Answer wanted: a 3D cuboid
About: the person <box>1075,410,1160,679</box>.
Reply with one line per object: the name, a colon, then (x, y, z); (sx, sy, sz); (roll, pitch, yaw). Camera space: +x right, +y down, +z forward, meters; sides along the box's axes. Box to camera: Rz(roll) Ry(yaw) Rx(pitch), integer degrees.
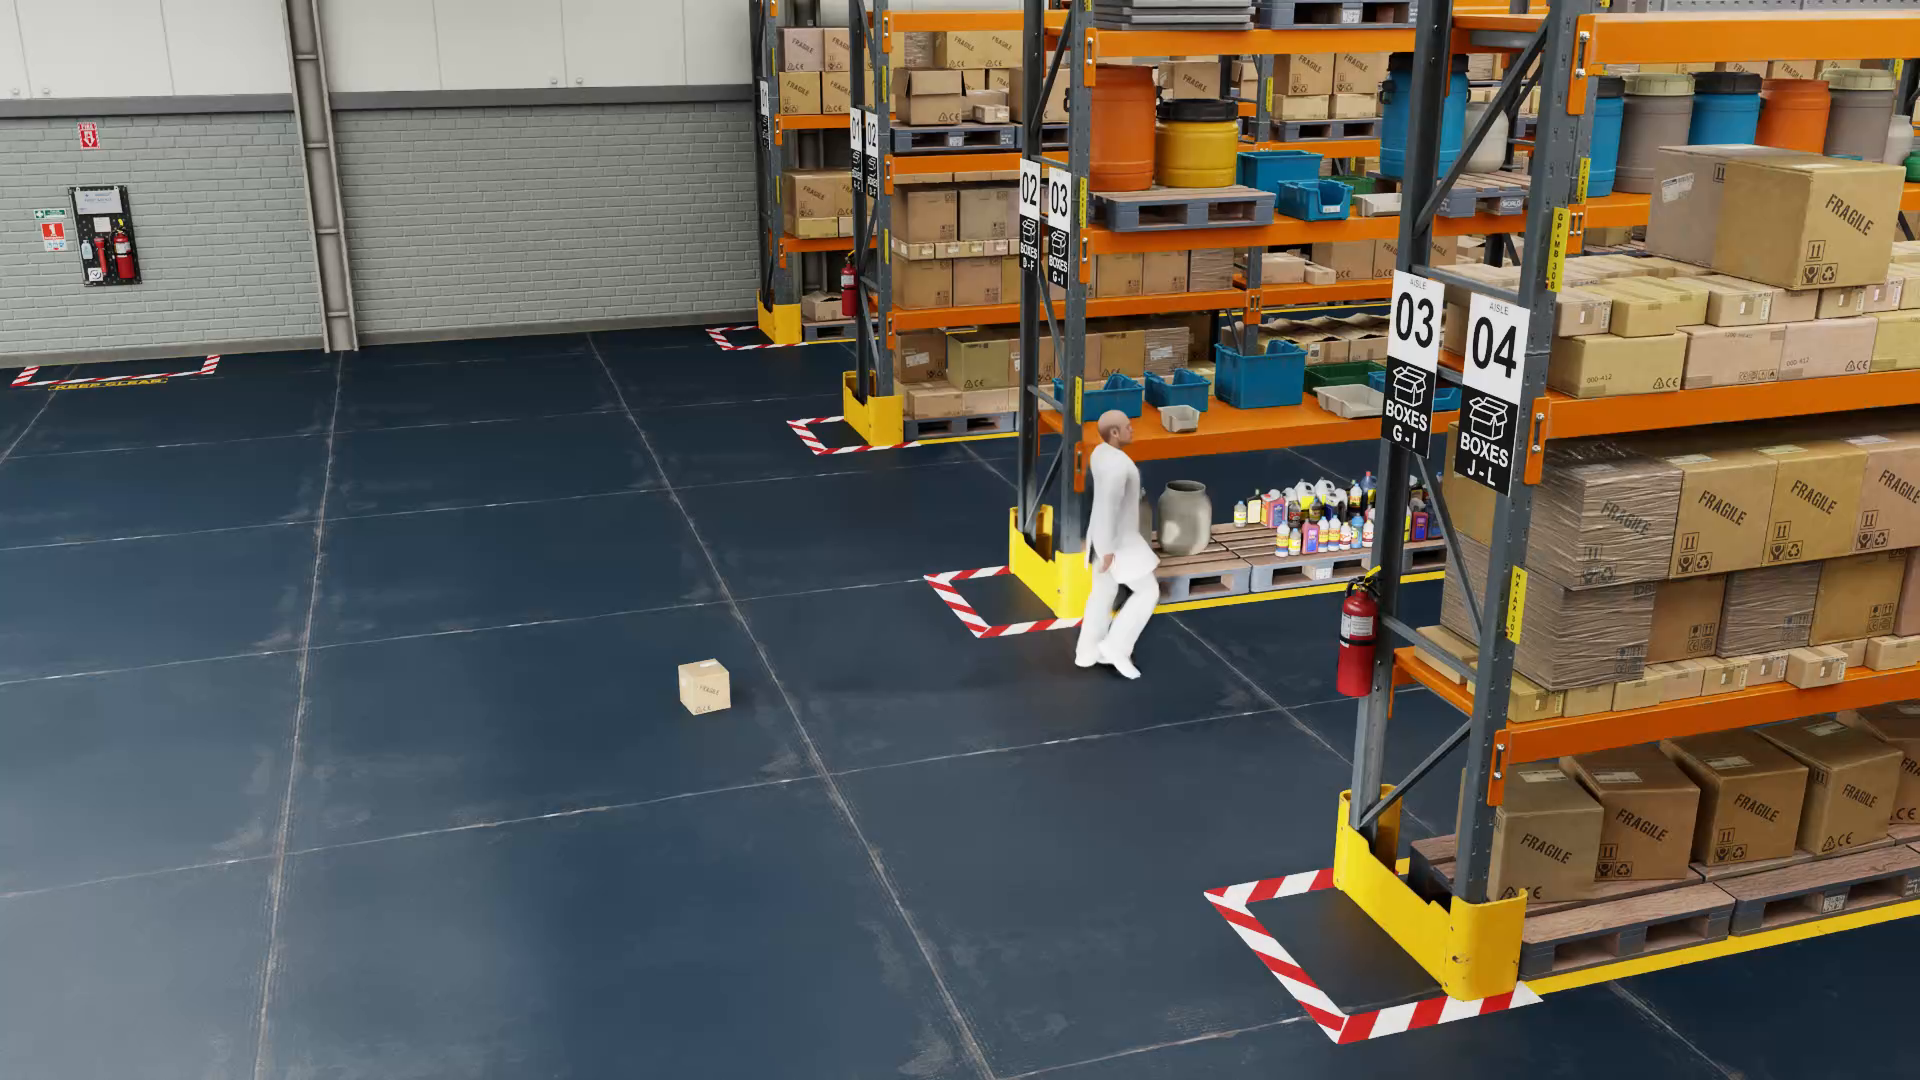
person: (1.037, 0.029, 11.003); (0.529, 1.827, 0.565); (-4, 19, -11)
